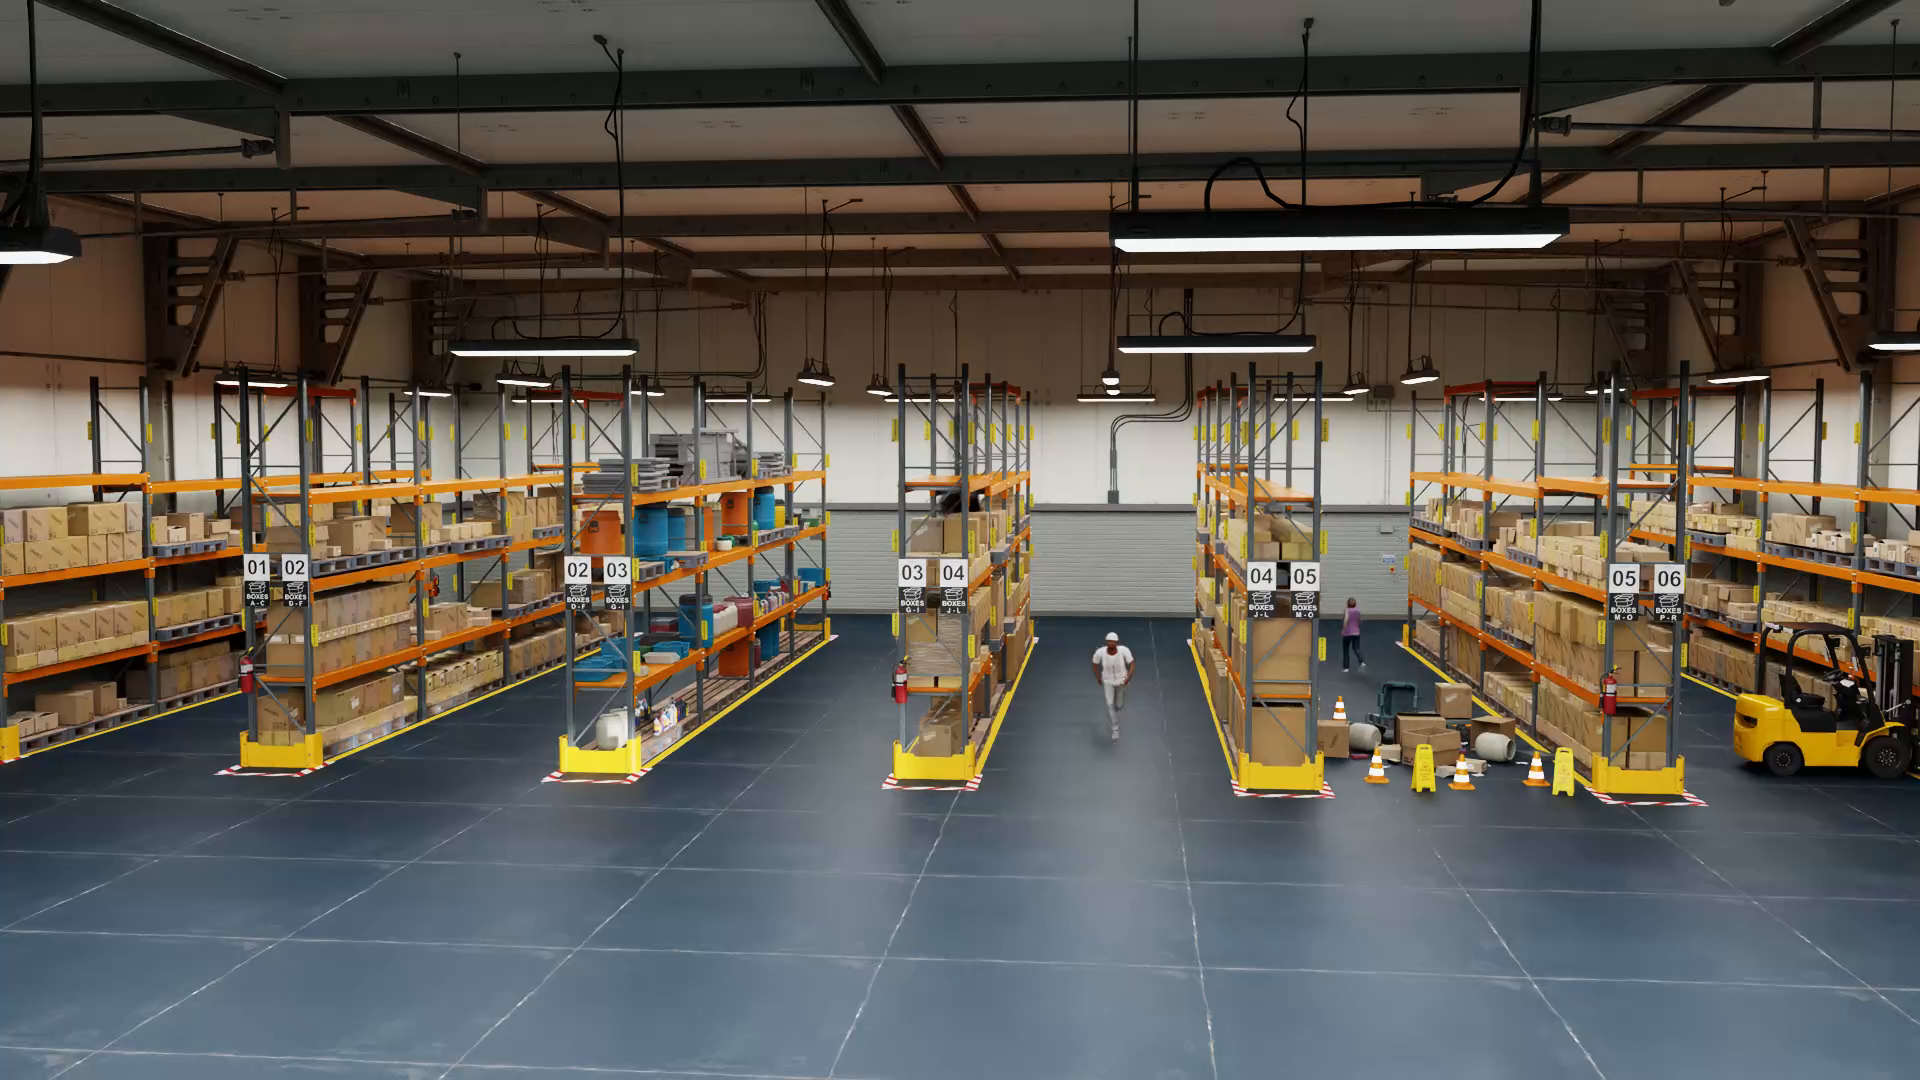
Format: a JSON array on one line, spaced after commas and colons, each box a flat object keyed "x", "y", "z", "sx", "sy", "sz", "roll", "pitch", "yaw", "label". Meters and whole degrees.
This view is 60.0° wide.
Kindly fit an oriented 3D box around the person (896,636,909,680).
[{"x": -0.973, "y": 2.026, "z": 32.883, "sx": 0.664, "sy": 1.786, "sz": 0.945, "roll": 0, "pitch": 4, "yaw": 2, "label": "person"}]

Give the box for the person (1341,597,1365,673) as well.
[{"x": 8.105, "y": 1.979, "z": 34.339, "sx": 0.537, "sy": 1.586, "sz": 0.881, "roll": -1, "pitch": 4, "yaw": -15, "label": "person"}]

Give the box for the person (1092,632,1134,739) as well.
[{"x": 2.543, "y": 2.385, "z": 27.660, "sx": 0.701, "sy": 1.752, "sz": 0.986, "roll": 0, "pitch": 4, "yaw": 1, "label": "person"}]
